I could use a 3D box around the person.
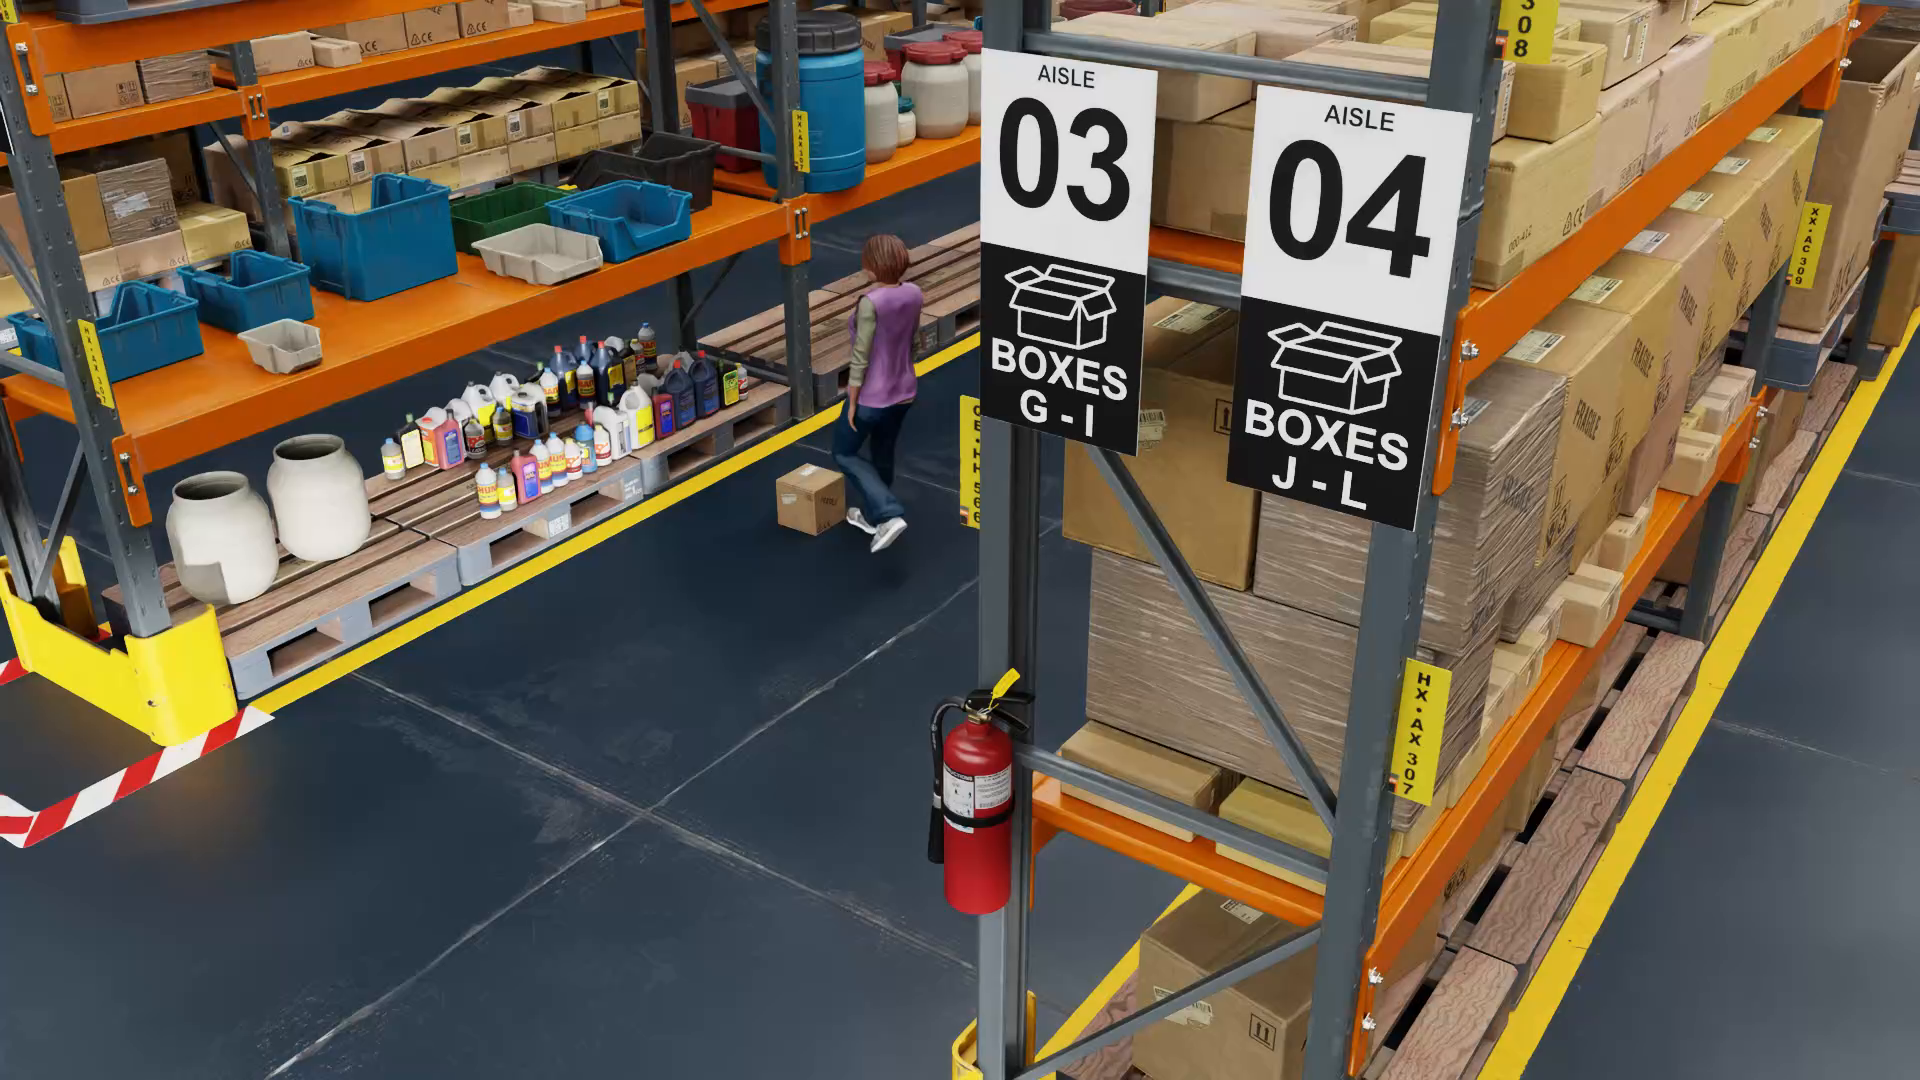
[{"bbox_3d":[-0.407,-0.705,7.983,0.595,1.586,0.447,24,36,38],"label":"person"}]
